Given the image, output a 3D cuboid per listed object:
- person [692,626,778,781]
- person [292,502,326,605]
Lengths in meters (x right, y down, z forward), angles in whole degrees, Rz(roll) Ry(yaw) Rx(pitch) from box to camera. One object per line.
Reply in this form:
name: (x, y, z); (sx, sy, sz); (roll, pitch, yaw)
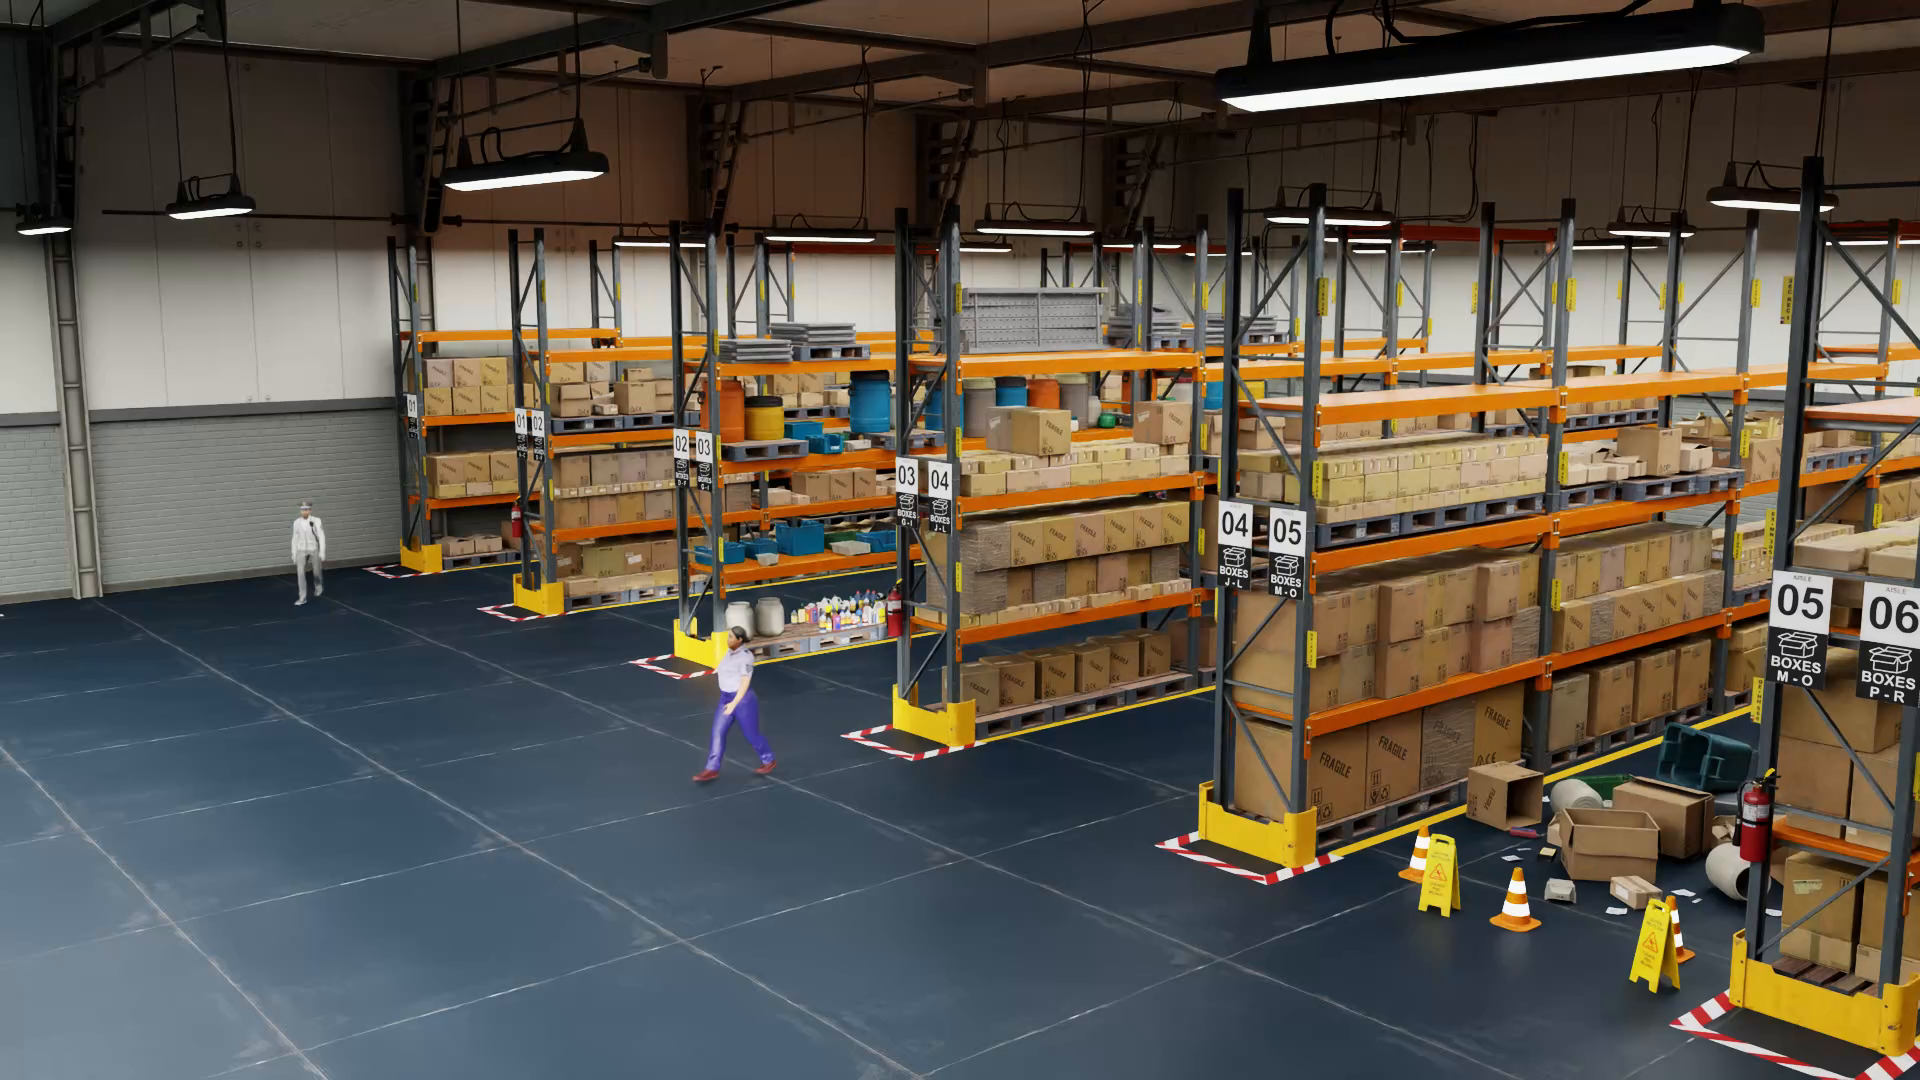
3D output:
person: (-2.357, 1.702, 17.415); (0.939, 1.584, 0.506); (-8, 12, -40)
person: (-10.609, 0.180, 27.094); (0.535, 1.655, 0.771); (-1, 9, -5)
